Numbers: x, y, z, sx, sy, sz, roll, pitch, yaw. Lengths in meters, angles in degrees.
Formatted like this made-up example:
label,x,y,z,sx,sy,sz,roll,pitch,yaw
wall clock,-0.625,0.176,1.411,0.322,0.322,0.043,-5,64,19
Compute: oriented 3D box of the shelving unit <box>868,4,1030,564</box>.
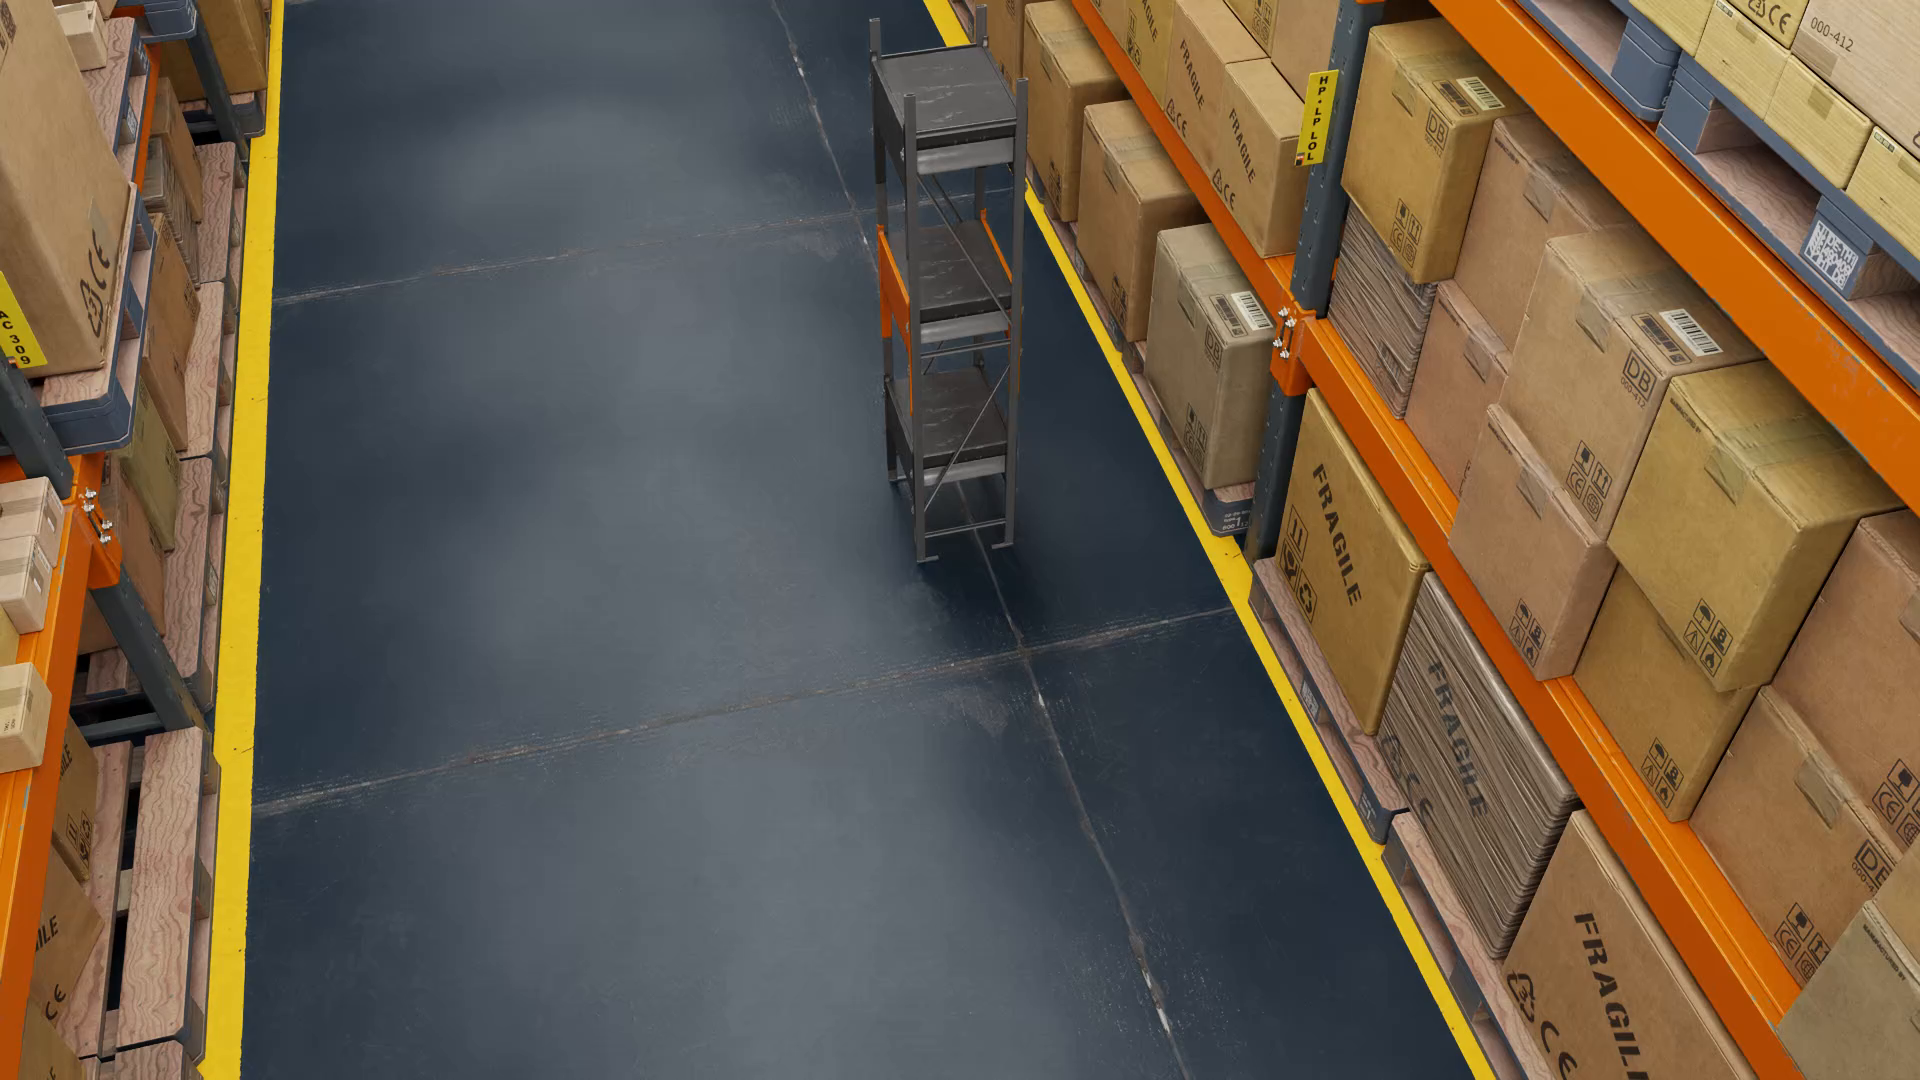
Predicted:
label,x,y,z,sx,sy,sz,roll,pitch,yaw
shelving unit,-0.042,-0.849,6.112,0.431,2.100,0.503,-11,47,-10

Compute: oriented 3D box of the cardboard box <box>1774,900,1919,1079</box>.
label,x,y,z,sx,sy,sz,roll,pitch,yaw
cardboard box,2.358,1.046,3.520,0.875,0.550,0.550,-11,47,-10

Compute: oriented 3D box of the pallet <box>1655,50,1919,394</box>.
label,x,y,z,sx,sy,sz,roll,pitch,yaw
pallet,2.143,-0.651,3.250,1.003,0.211,1.213,-11,47,-10

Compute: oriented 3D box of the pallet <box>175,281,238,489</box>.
label,x,y,z,sx,sy,sz,roll,pitch,yaw
pallet,-3.702,-0.608,7.198,1.003,0.211,1.213,-11,47,-10

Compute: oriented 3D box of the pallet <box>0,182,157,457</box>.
label,x,y,z,sx,sy,sz,roll,pitch,yaw
pallet,-3.241,-0.690,5.460,1.003,0.211,1.213,-11,47,-10

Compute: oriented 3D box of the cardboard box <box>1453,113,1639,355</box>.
label,x,y,z,sx,sy,sz,roll,pitch,yaw
cardboard box,1.949,-0.851,4.623,0.875,0.550,0.550,-11,47,-10

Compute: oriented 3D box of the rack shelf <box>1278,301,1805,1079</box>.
label,x,y,z,sx,sy,sz,roll,pitch,yaw
rack shelf,2.147,0.593,4.573,1.077,0.370,4.000,-11,47,-10

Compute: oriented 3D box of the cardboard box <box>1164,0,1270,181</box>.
label,x,y,z,sx,sy,sz,roll,pitch,yaw
cardboard box,1.114,-1.735,6.280,0.500,0.500,0.500,-11,47,-11

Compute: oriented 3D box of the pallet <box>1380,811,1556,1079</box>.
label,x,y,z,sx,sy,sz,roll,pitch,yaw
pallet,2.070,1.319,5.309,1.003,0.211,1.213,-11,47,-10

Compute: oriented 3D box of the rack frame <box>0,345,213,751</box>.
label,x,y,z,sx,sy,sz,roll,pitch,yaw
rack frame,-3.186,-0.203,4.848,1.000,3.000,0.127,-11,47,-10

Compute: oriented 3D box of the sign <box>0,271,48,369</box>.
label,x,y,z,sx,sy,sz,roll,pitch,yaw
sign,-2.663,-0.610,4.642,0.100,0.325,0.005,-11,47,-10

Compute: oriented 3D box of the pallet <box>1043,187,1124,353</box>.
label,x,y,z,sx,sy,sz,roll,pitch,yaw
pallet,1.049,-1.427,8.000,1.003,0.211,1.213,-11,47,-10

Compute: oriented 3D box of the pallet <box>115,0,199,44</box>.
label,x,y,z,sx,sy,sz,roll,pitch,yaw
pallet,-3.924,-2.425,7.160,1.213,0.211,1.003,-11,47,-10

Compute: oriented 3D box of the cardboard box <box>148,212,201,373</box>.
label,x,y,z,sx,sy,sz,roll,pitch,yaw
cardboard box,-3.713,-1.014,7.085,0.700,0.500,0.500,-7,46,-7

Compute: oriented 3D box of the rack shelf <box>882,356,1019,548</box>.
label,x,y,z,sx,sy,sz,roll,pitch,yaw
rack shelf,-0.042,-0.350,6.622,0.431,0.518,0.480,-11,47,-10

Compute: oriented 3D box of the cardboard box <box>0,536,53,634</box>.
label,x,y,z,sx,sy,sz,roll,pitch,yaw
cardboard box,-2.792,0.154,4.675,0.380,0.149,0.250,-11,47,-10

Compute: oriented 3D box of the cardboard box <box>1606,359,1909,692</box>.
label,x,y,z,sx,sy,sz,roll,pitch,yaw
cardboard box,2.098,-0.088,3.875,0.875,0.550,0.500,-11,47,-10

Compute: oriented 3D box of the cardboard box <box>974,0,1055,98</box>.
label,x,y,z,sx,sy,sz,roll,pitch,yaw
cardboard box,0.680,-2.724,8.601,1.050,0.750,0.750,-11,47,-11

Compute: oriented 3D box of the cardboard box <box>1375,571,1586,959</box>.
label,x,y,z,sx,sy,sz,roll,pitch,yaw
cardboard box,1.963,0.625,5.230,0.875,0.875,0.875,-10,46,-10

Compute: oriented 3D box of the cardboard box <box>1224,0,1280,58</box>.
label,x,y,z,sx,sy,sz,roll,pitch,yaw
cardboard box,1.368,-2.121,5.959,0.700,0.500,0.500,-11,47,-11

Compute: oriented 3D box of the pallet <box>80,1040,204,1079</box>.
label,x,y,z,sx,sy,sz,roll,pitch,yaw
pallet,-2.664,2.074,4.569,1.003,0.211,1.213,-11,47,-10

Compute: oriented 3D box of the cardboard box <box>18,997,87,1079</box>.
label,x,y,z,sx,sy,sz,roll,pitch,yaw
cardboard box,-2.733,1.617,4.521,0.500,0.500,0.500,-15,47,-14

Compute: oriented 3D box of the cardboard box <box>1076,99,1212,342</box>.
label,x,y,z,sx,sy,sz,roll,pitch,yaw
cardboard box,1.146,-1.478,7.380,1.050,0.750,0.750,-11,47,-10

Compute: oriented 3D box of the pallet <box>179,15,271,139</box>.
label,x,y,z,sx,sy,sz,roll,pitch,yaw
pallet,-4.339,-2.546,9.098,1.003,0.211,1.213,-11,47,-10

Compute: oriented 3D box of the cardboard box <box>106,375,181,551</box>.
label,x,y,z,sx,sy,sz,roll,pitch,yaw
cardboard box,-3.426,-0.242,6.330,0.700,0.500,0.500,-11,47,-11

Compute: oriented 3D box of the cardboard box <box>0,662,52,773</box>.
label,x,y,z,sx,sy,sz,roll,pitch,yaw
cardboard box,-2.614,0.490,4.345,0.380,0.149,0.250,-11,47,-10

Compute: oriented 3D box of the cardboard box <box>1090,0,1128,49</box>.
label,x,y,z,sx,sy,sz,roll,pitch,yaw
cardboard box,0.852,-2.434,6.965,0.500,0.500,0.500,-11,47,-11

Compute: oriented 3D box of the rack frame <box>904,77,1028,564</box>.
label,x,y,z,sx,sy,sz,roll,pitch,yaw
rack frame,0.020,-0.681,5.947,0.400,2.100,0.015,-11,47,-10

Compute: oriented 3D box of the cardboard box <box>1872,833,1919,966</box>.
label,x,y,z,sx,sy,sz,roll,pitch,yaw
cardboard box,2.371,0.665,3.137,0.875,0.550,0.550,-11,47,-10

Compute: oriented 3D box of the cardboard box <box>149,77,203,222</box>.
label,x,y,z,sx,sy,sz,roll,pitch,yaw
cardboard box,-4.019,-1.785,7.841,0.700,0.500,0.500,-13,47,-12

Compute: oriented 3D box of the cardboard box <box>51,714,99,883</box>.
label,x,y,z,sx,sy,sz,roll,pitch,yaw
cardboard box,-3.122,0.809,5.313,0.500,0.500,0.500,-12,47,-12

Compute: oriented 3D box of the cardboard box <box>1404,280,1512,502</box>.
label,x,y,z,sx,sy,sz,roll,pitch,yaw
cardboard box,1.904,-0.464,5.000,0.875,0.550,0.550,-11,47,-10

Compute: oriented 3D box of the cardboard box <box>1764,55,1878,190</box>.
label,x,y,z,sx,sy,sz,roll,pitch,yaw
cardboard box,1.789,-0.820,3.165,0.380,0.149,0.250,-10,46,-10

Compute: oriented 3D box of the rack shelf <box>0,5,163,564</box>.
label,x,y,z,sx,sy,sz,roll,pitch,yaw
rack shelf,-3.698,-1.332,6.459,1.077,0.370,4.000,-11,47,-10

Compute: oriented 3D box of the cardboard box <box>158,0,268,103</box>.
label,x,y,z,sx,sy,sz,roll,pitch,yaw
cardboard box,-4.366,-2.848,8.634,1.225,0.875,0.875,-13,47,-12

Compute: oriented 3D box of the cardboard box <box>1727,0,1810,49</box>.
label,x,y,z,sx,sy,sz,roll,pitch,yaw
cardboard box,1.750,-1.238,3.296,0.500,0.250,0.500,-11,47,-11

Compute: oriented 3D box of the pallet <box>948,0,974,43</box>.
label,x,y,z,sx,sy,sz,roll,pitch,yaw
pallet,0.412,-3.365,9.900,1.003,0.211,1.213,-11,47,-10

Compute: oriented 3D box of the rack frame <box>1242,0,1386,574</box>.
label,x,y,z,sx,sy,sz,roll,pitch,yaw
rack frame,1.635,-1.040,5.669,1.000,3.000,0.127,-11,47,-10

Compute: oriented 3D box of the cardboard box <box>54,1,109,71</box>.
label,x,y,z,sx,sy,sz,roll,pitch,yaw
cardboard box,-3.522,-1.962,6.373,0.396,0.266,0.258,-12,47,-11

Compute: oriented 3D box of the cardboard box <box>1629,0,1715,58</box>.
label,x,y,z,sx,sy,sz,roll,pitch,yaw
cardboard box,1.662,-1.168,3.506,0.380,0.149,0.250,-11,47,-11

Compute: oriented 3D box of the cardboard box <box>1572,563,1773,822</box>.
label,x,y,z,sx,sy,sz,roll,pitch,yaw
cardboard box,2.161,0.278,4.273,0.875,0.550,0.500,-11,47,-10
